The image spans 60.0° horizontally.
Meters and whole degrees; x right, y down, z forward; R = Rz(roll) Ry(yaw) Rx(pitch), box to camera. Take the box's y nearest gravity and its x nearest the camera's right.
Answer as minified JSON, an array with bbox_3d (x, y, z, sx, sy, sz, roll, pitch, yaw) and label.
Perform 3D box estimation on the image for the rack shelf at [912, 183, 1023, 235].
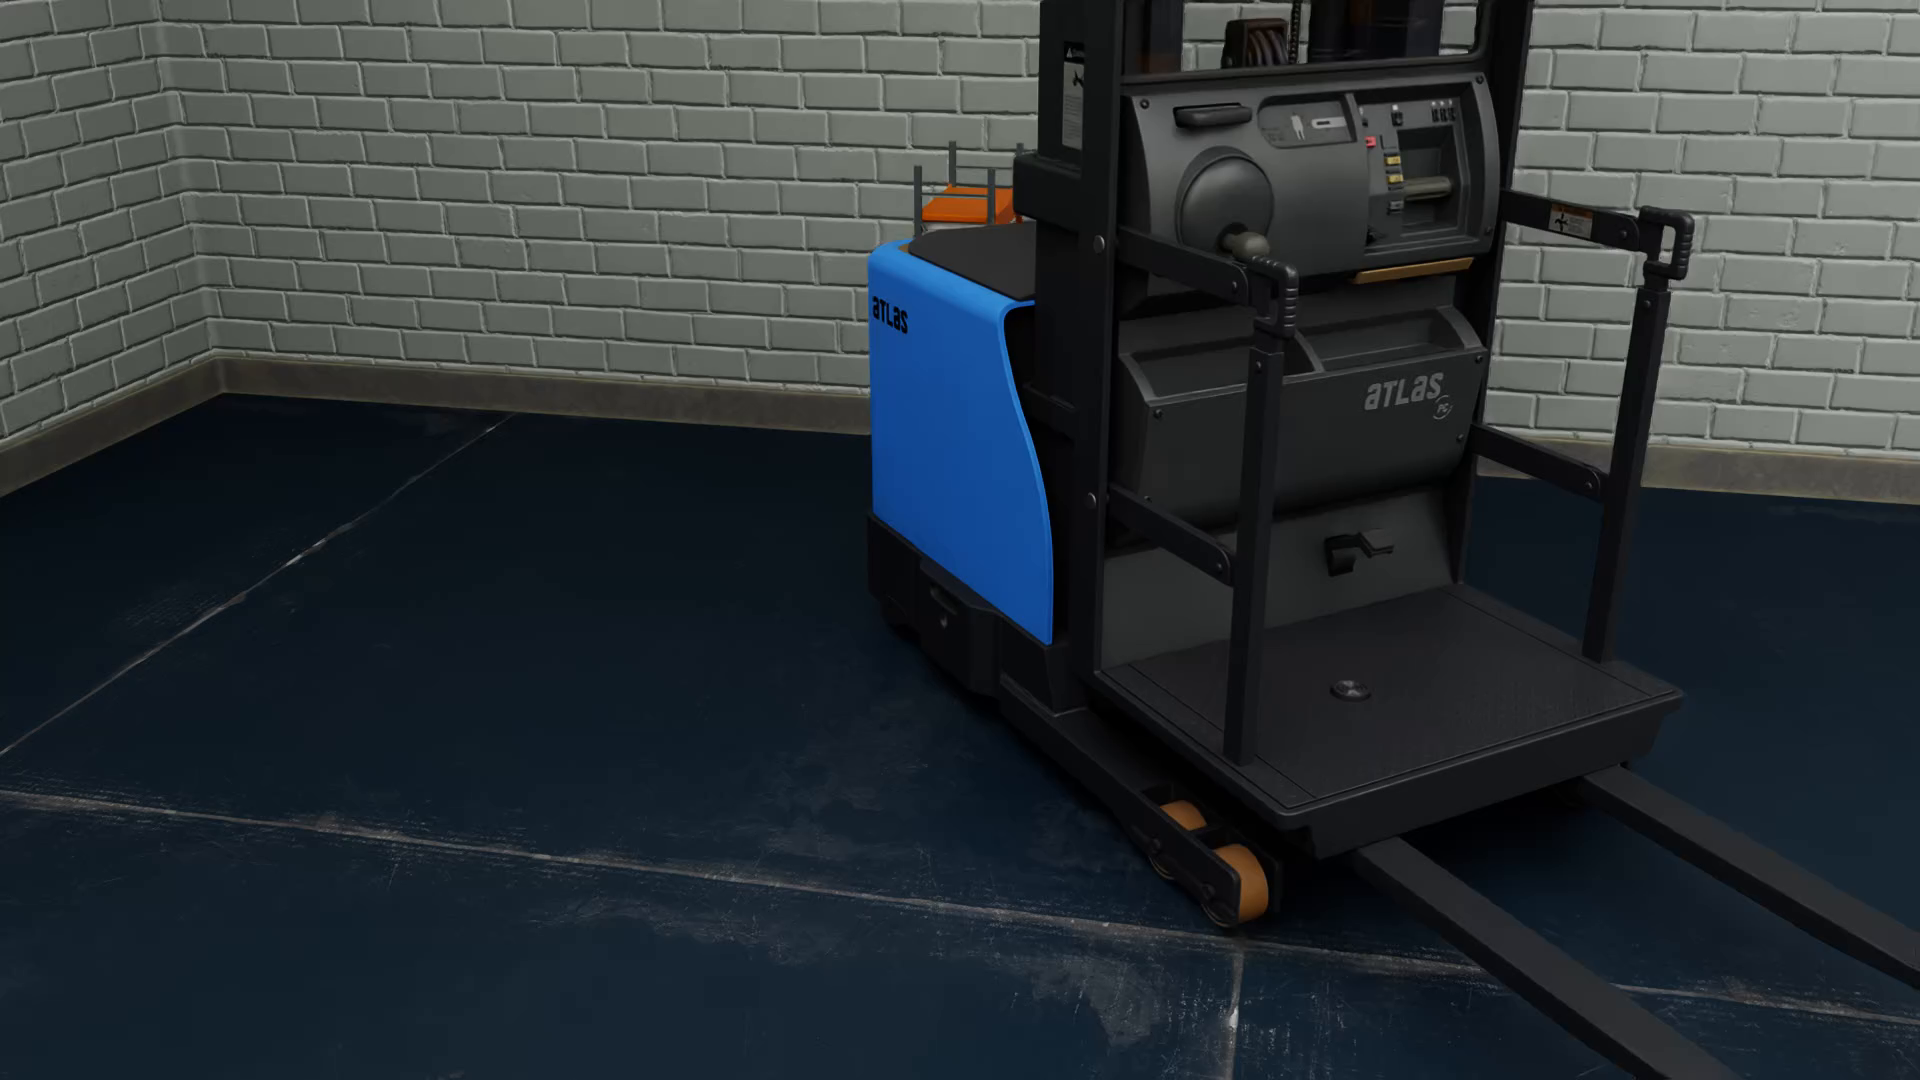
[{"bbox_3d":[0.034,-0.982,5.133,0.258,0.148,0.480,4,22,11],"label":"rack shelf"}]

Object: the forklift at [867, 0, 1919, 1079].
[{"bbox_3d":[0.866,-0.762,3.321,1.130,2.935,3.031,-11,24,-26],"label":"forklift"}]

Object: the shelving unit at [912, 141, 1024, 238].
[{"bbox_3d":[0.034,-0.617,5.280,0.258,1.200,0.503,4,22,11],"label":"shelving unit"}]

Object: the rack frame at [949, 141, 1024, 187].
[{"bbox_3d":[0.084,-0.706,5.501,0.240,1.200,0.015,4,22,11],"label":"rack frame"}]

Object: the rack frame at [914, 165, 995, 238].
[{"bbox_3d":[-0.016,-0.528,5.058,0.240,1.200,0.015,4,22,11],"label":"rack frame"}]
